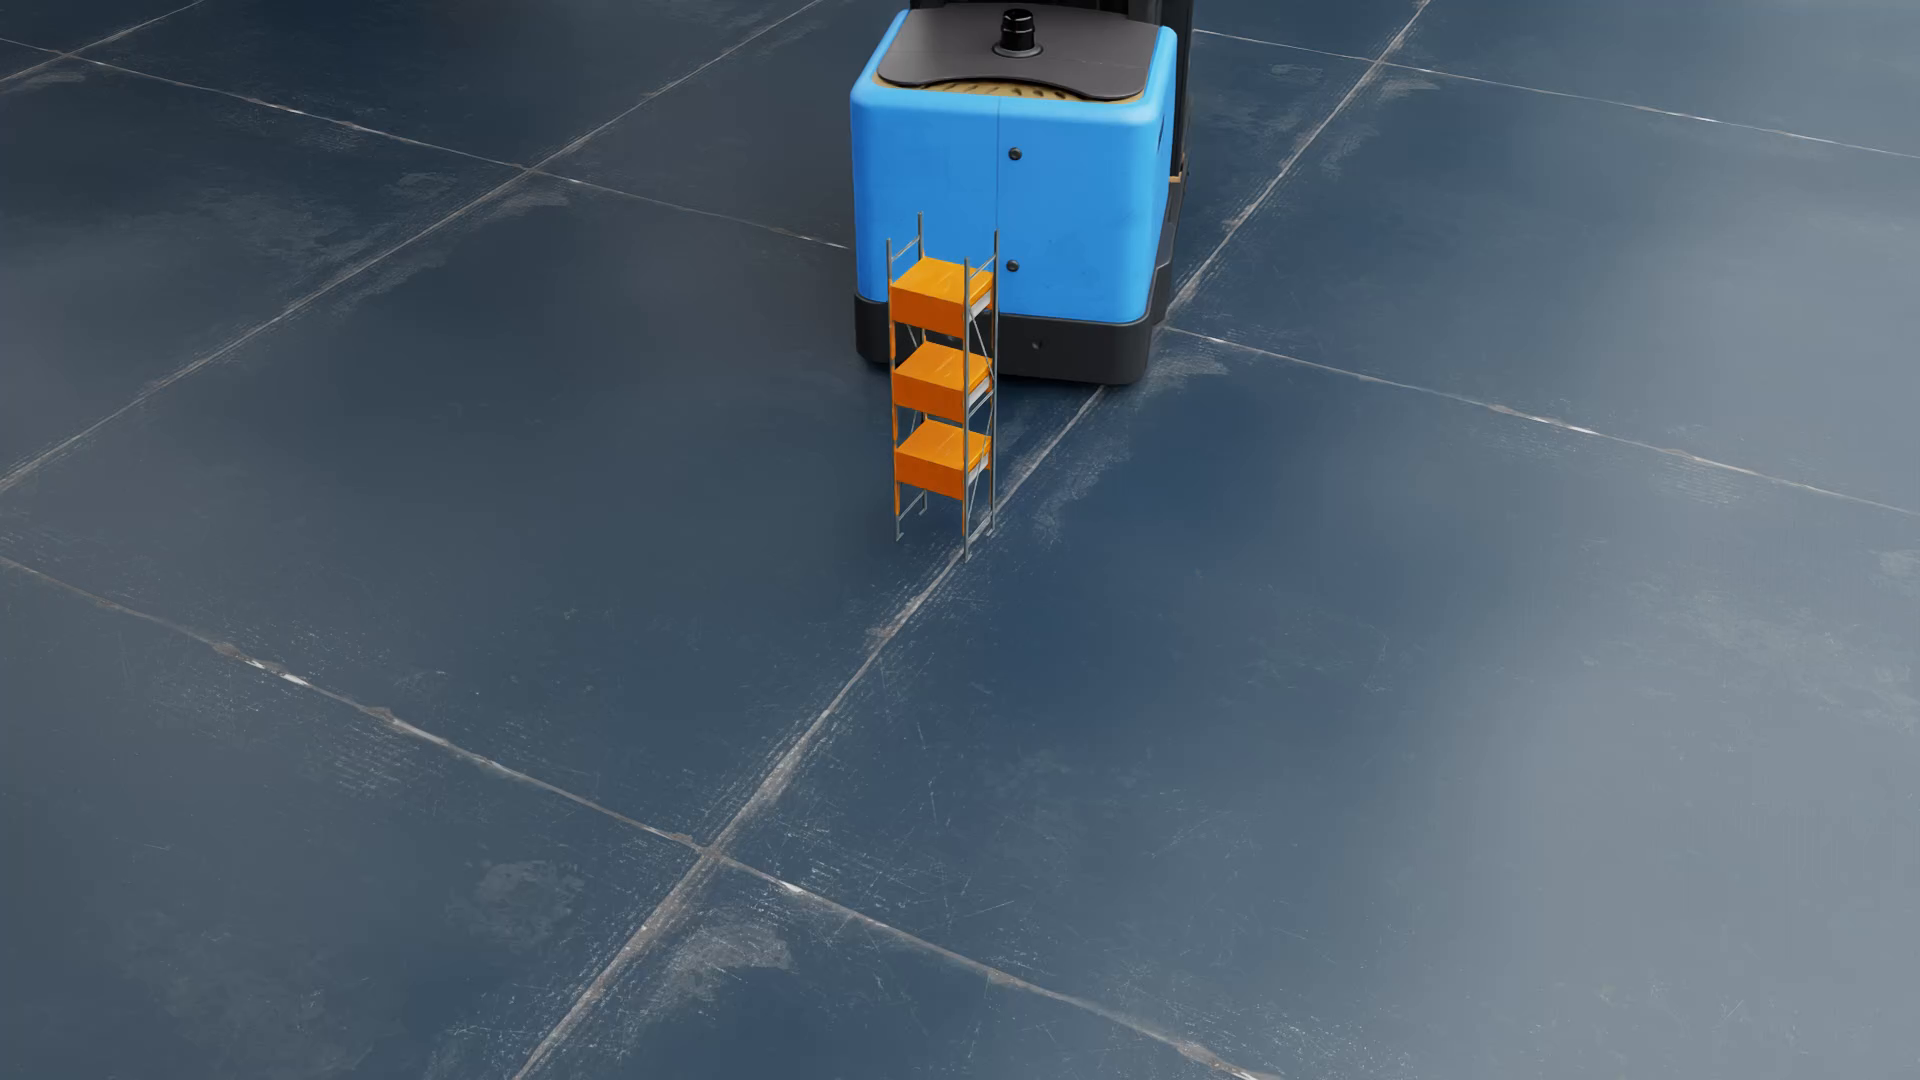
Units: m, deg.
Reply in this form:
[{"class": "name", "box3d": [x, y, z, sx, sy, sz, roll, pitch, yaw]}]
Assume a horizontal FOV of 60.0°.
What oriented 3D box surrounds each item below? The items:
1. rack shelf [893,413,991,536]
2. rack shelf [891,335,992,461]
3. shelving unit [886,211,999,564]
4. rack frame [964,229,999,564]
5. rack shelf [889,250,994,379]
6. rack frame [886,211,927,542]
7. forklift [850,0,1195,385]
[{"class": "rack shelf", "box3d": [-0.048, -0.203, 5.127, 0.240, 0.259, 0.215, 17, 41, 21]}, {"class": "rack shelf", "box3d": [-0.048, -0.425, 4.959, 0.240, 0.259, 0.215, 17, 41, 21]}, {"class": "shelving unit", "box3d": [-0.048, -0.433, 4.952, 0.252, 1.050, 0.215, 17, 41, 21]}, {"class": "rack frame", "box3d": [0.061, -0.399, 4.907, 0.008, 1.050, 0.200, 17, 41, 21]}, {"class": "rack shelf", "box3d": [-0.048, -0.651, 4.787, 0.240, 0.259, 0.215, 17, 41, 21]}, {"class": "rack frame", "box3d": [-0.156, -0.467, 4.997, 0.008, 1.050, 0.200, 17, 41, 21]}, {"class": "forklift", "box3d": [0.395, -2.602, 6.254, 1.130, 2.935, 3.031, 6, 38, 8]}]
